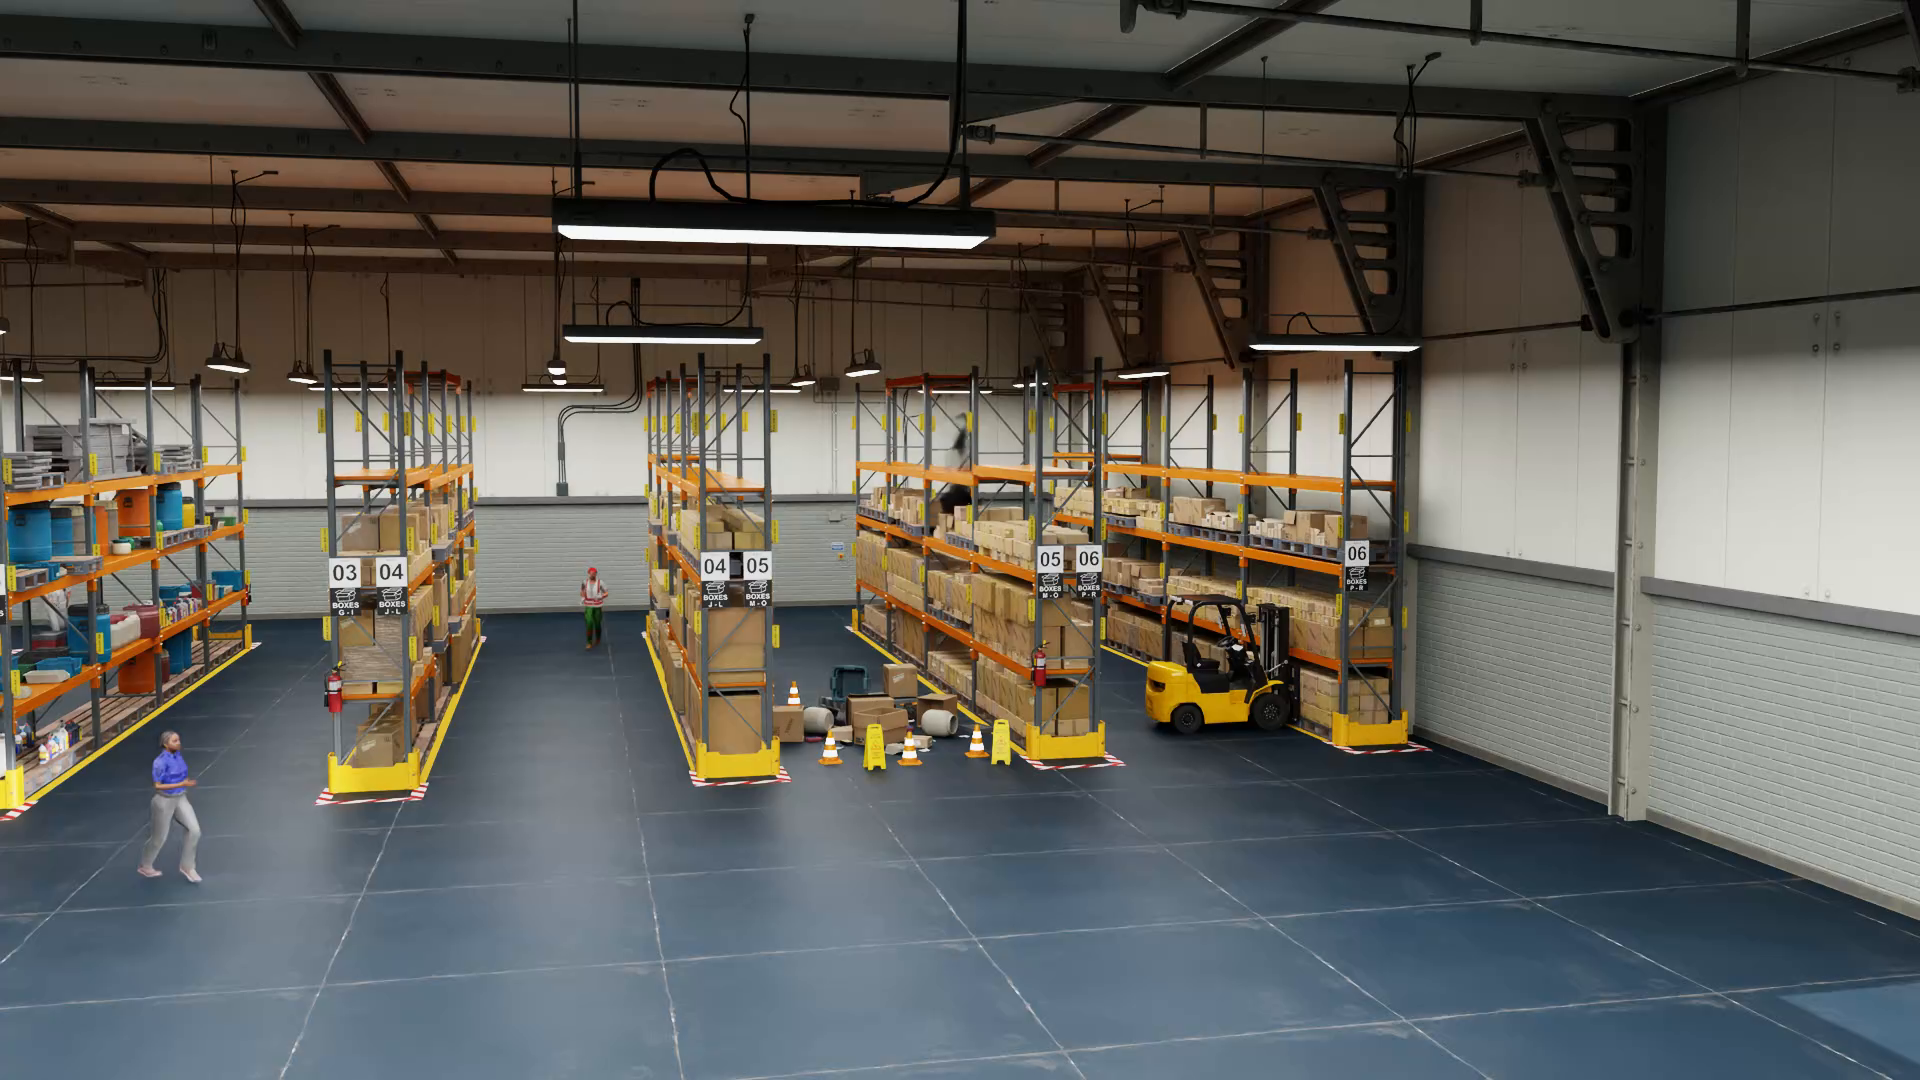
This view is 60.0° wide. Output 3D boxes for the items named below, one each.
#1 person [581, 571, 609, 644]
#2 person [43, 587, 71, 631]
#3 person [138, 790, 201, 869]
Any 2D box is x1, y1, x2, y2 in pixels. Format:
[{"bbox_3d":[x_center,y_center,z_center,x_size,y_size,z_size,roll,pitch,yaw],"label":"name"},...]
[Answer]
[{"bbox_3d":[-8.151,1.471,37.113,0.640,1.654,0.797,0,4,-6],"label":"person"},{"bbox_3d":[-20.477,1.516,37.681,0.635,1.591,0.704,-3,5,-35],"label":"person"},{"bbox_3d":[-8.669,3.155,18.191,0.653,0.901,0.373,1,4,16],"label":"person"}]
